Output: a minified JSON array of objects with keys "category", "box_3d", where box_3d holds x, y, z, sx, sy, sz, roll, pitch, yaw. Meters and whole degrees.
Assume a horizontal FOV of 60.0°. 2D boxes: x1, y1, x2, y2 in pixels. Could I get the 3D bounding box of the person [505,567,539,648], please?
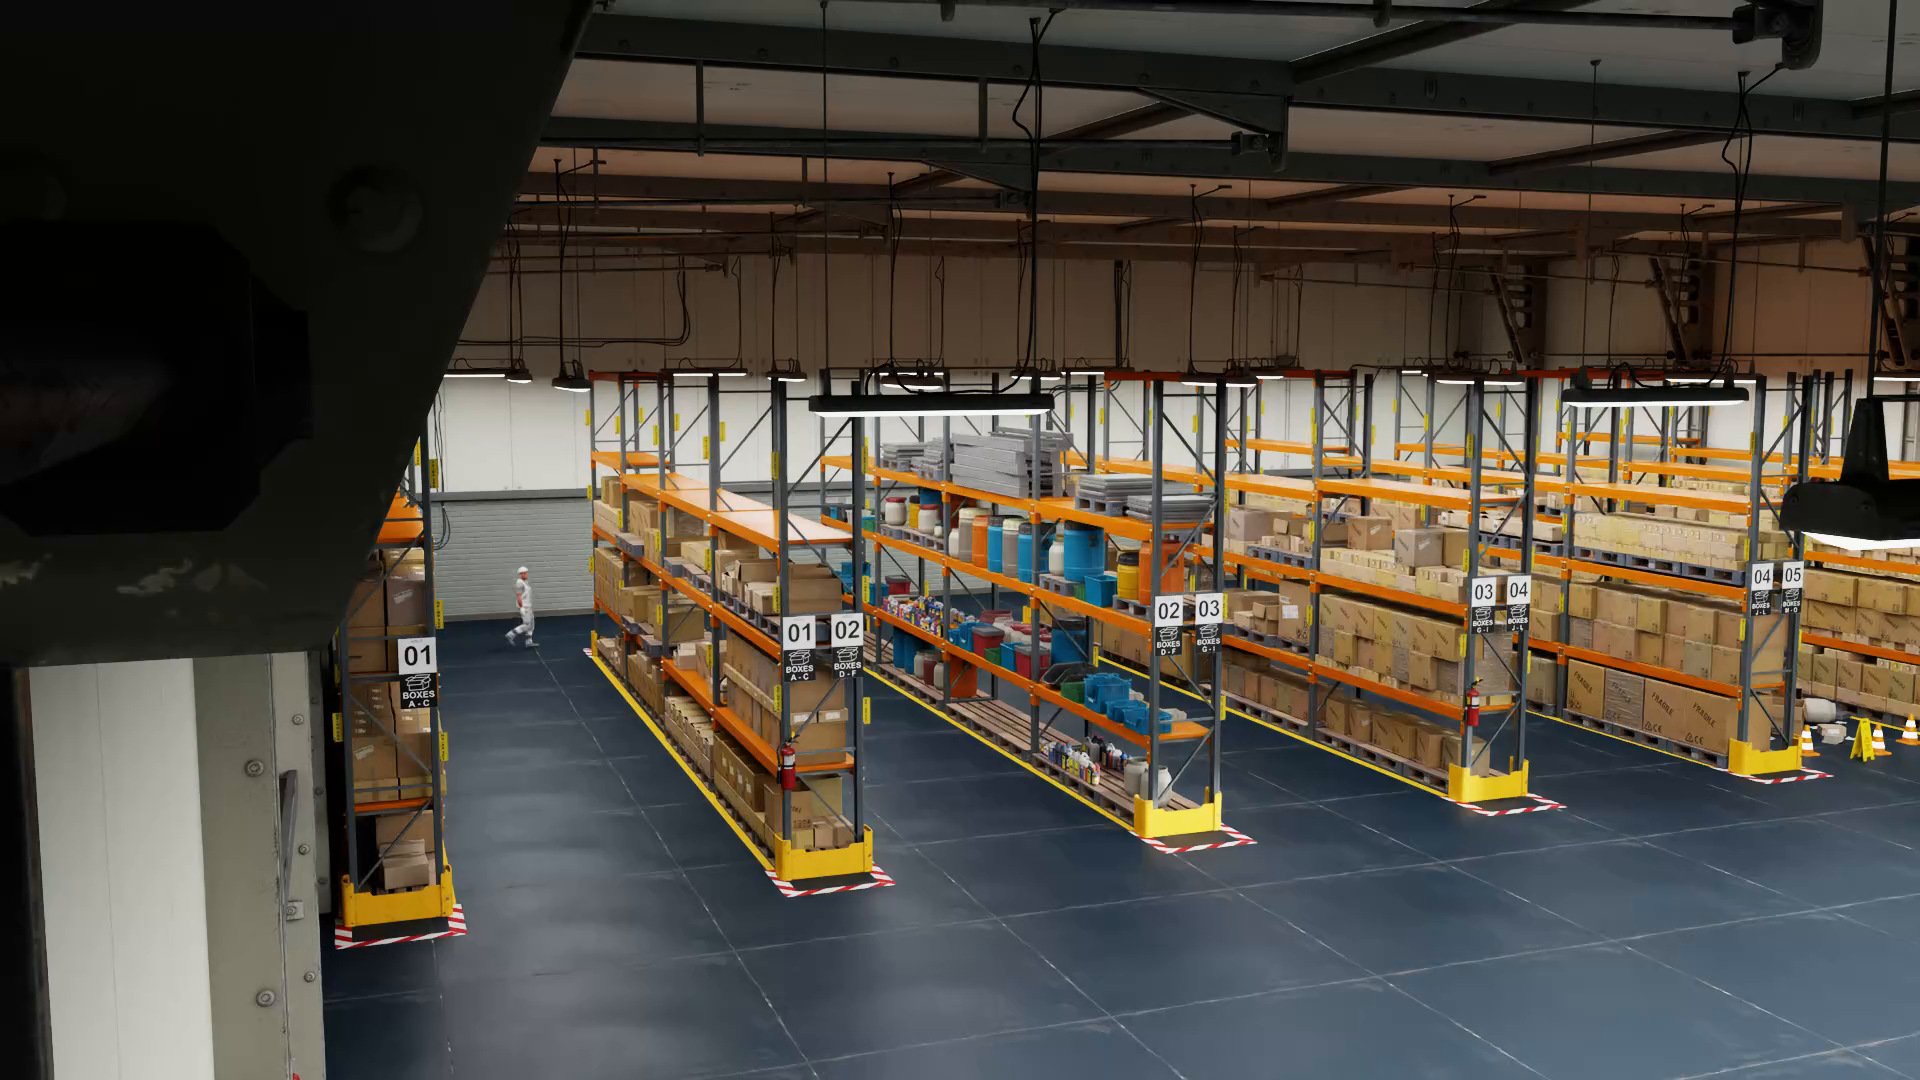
[{"category":"person","box_3d":[-9.454,1.448,35.810,0.732,1.763,0.564,-2,7,-18]}]
